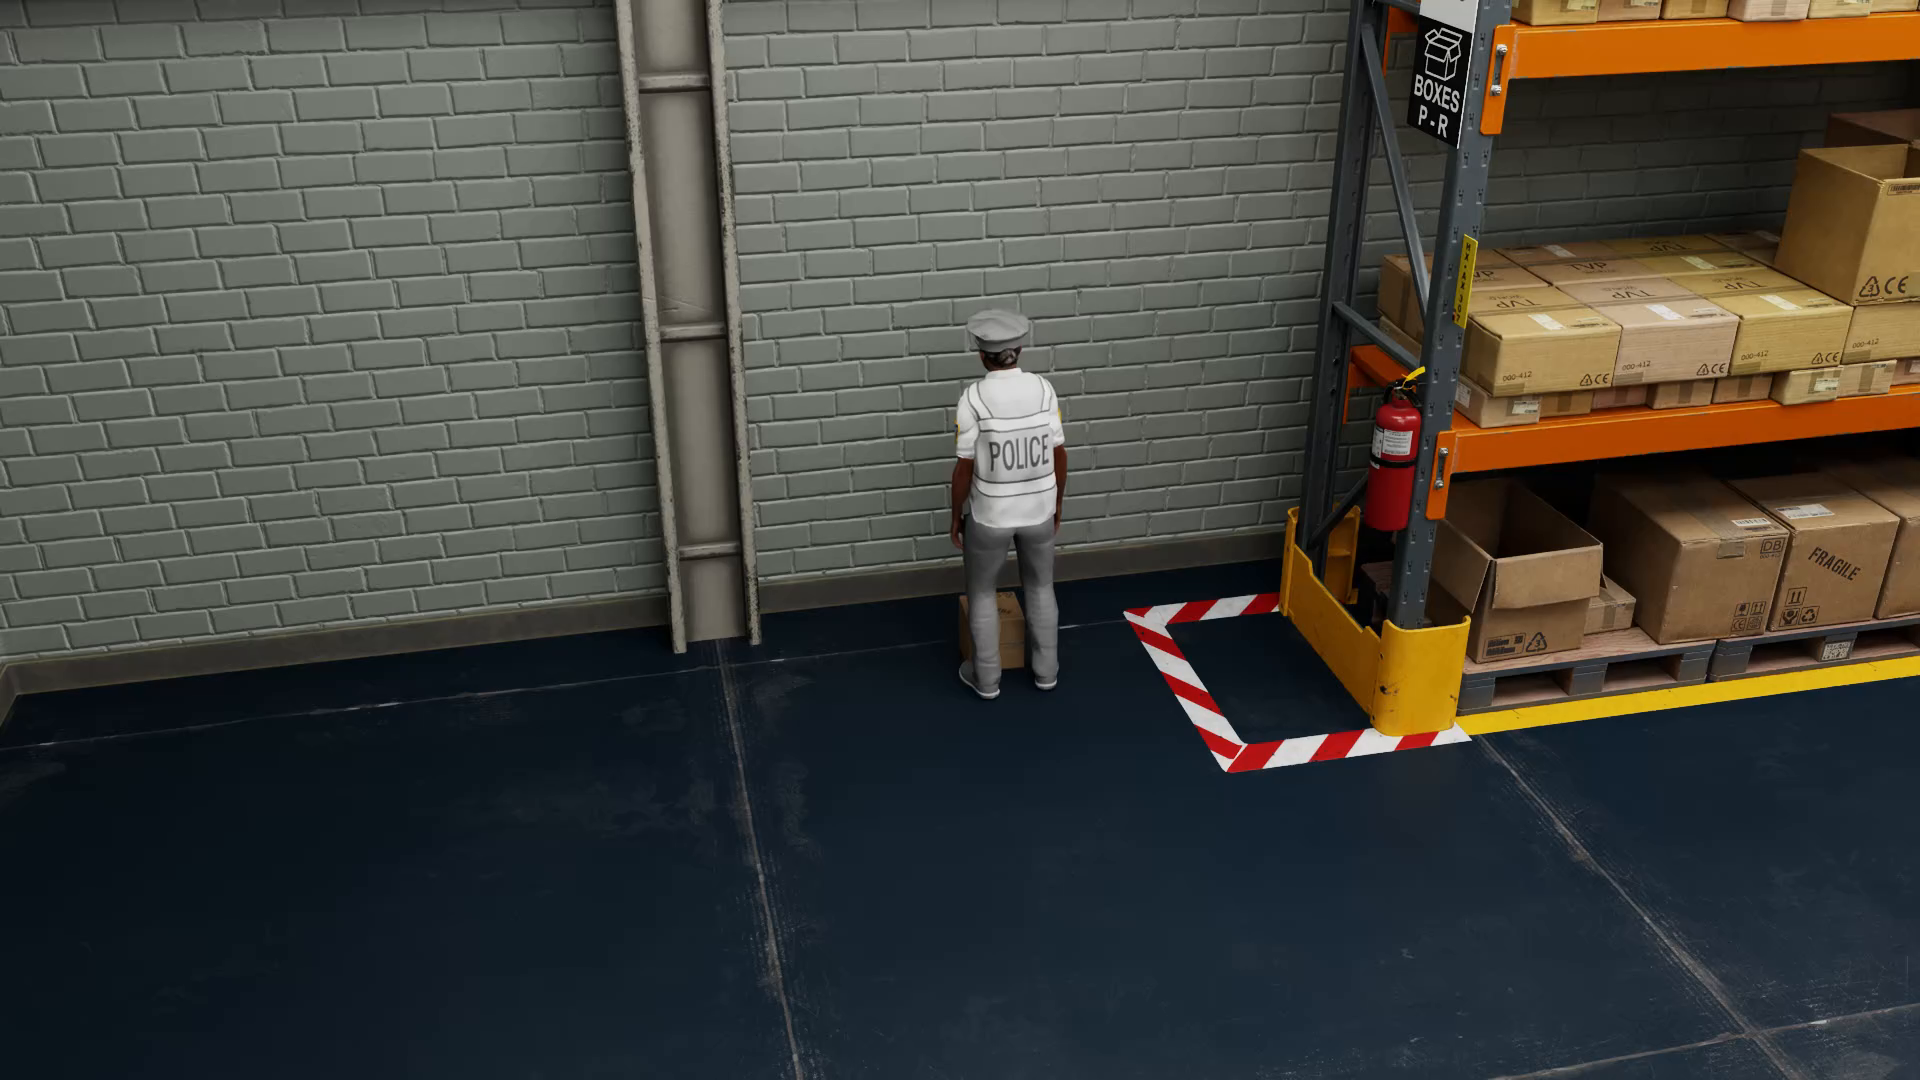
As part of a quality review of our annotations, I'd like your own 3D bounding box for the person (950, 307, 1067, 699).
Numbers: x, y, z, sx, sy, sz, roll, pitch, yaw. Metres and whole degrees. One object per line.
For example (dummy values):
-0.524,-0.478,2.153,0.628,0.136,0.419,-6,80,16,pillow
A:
0.205,-0.117,6.850,0.521,1.656,0.395,-7,28,-14,person
